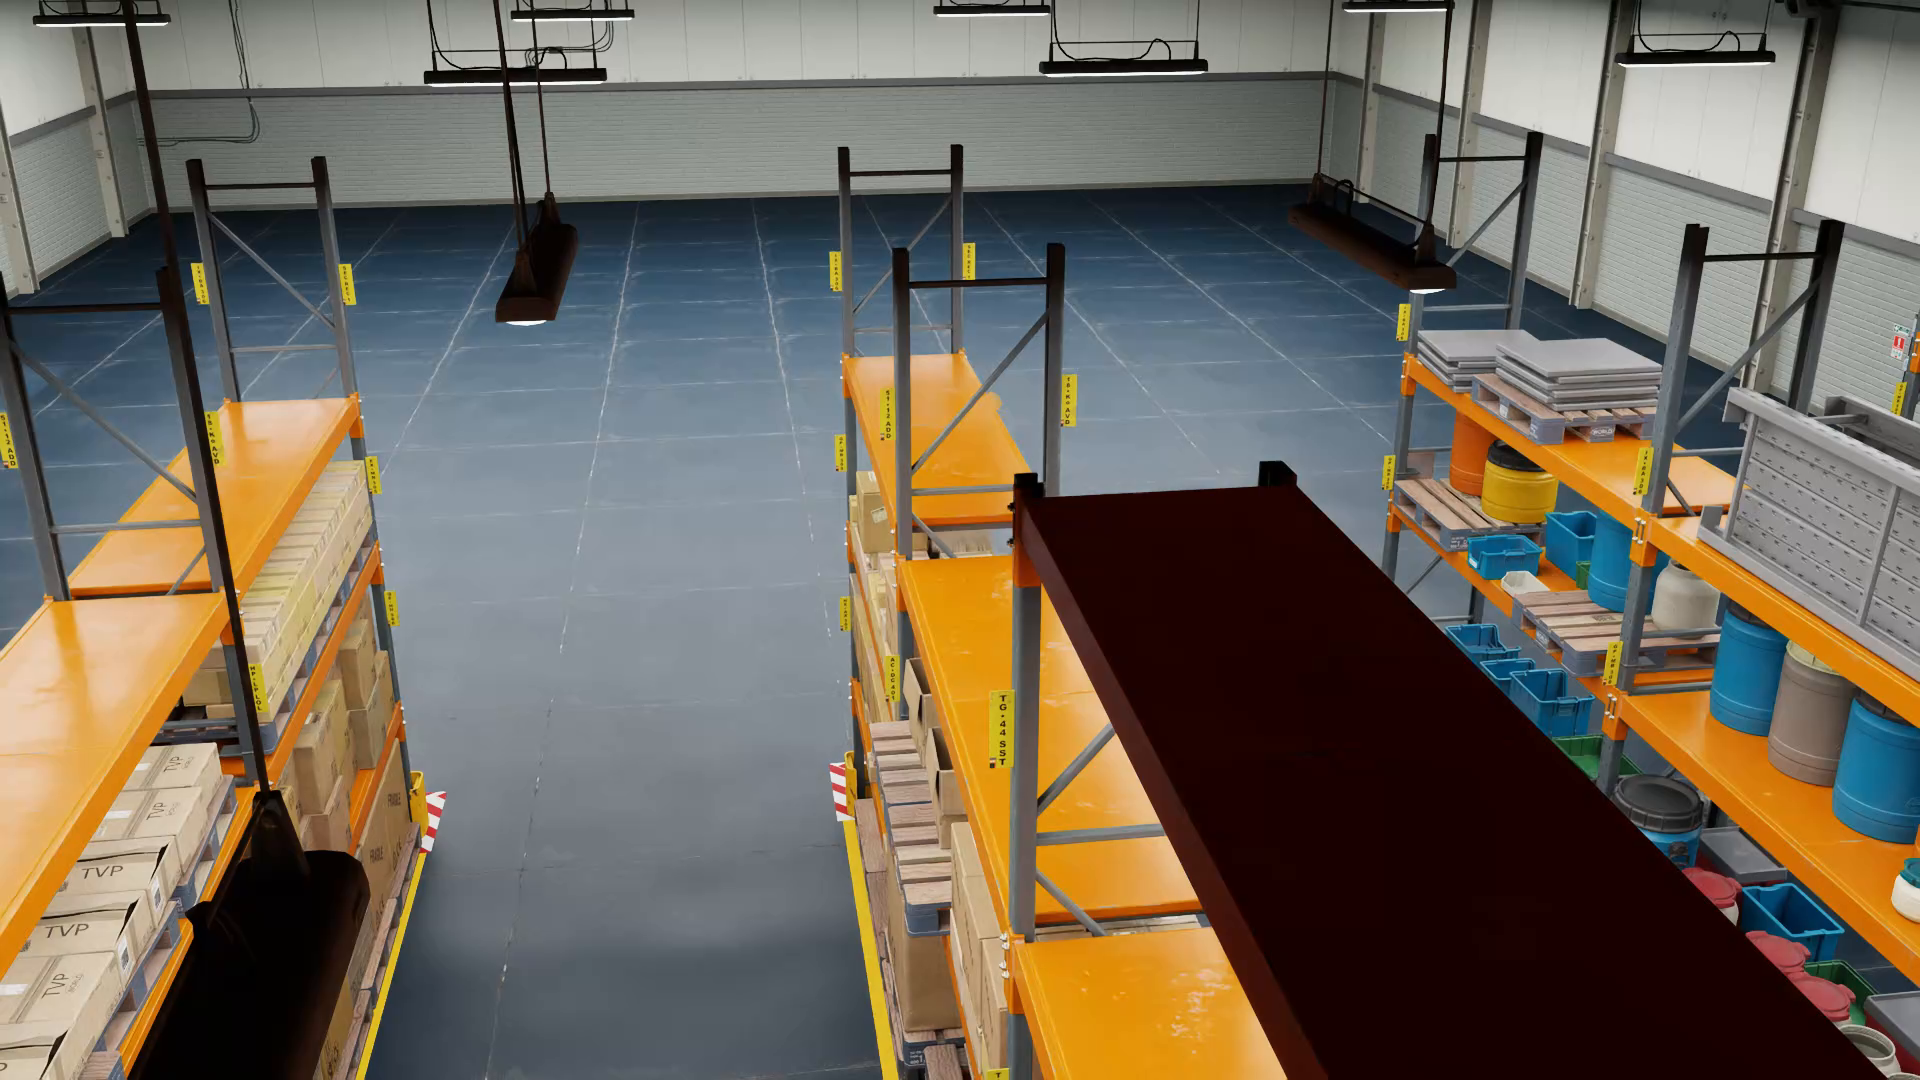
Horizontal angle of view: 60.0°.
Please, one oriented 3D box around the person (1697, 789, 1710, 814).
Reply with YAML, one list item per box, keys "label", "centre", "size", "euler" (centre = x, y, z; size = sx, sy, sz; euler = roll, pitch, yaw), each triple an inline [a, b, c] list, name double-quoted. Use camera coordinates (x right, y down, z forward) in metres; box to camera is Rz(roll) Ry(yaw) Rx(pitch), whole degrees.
- label: "person"
  centre: [7.036, 1.804, 14.892]
  size: [0.491, 1.619, 0.927]
  euler: [-13, 25, -29]
